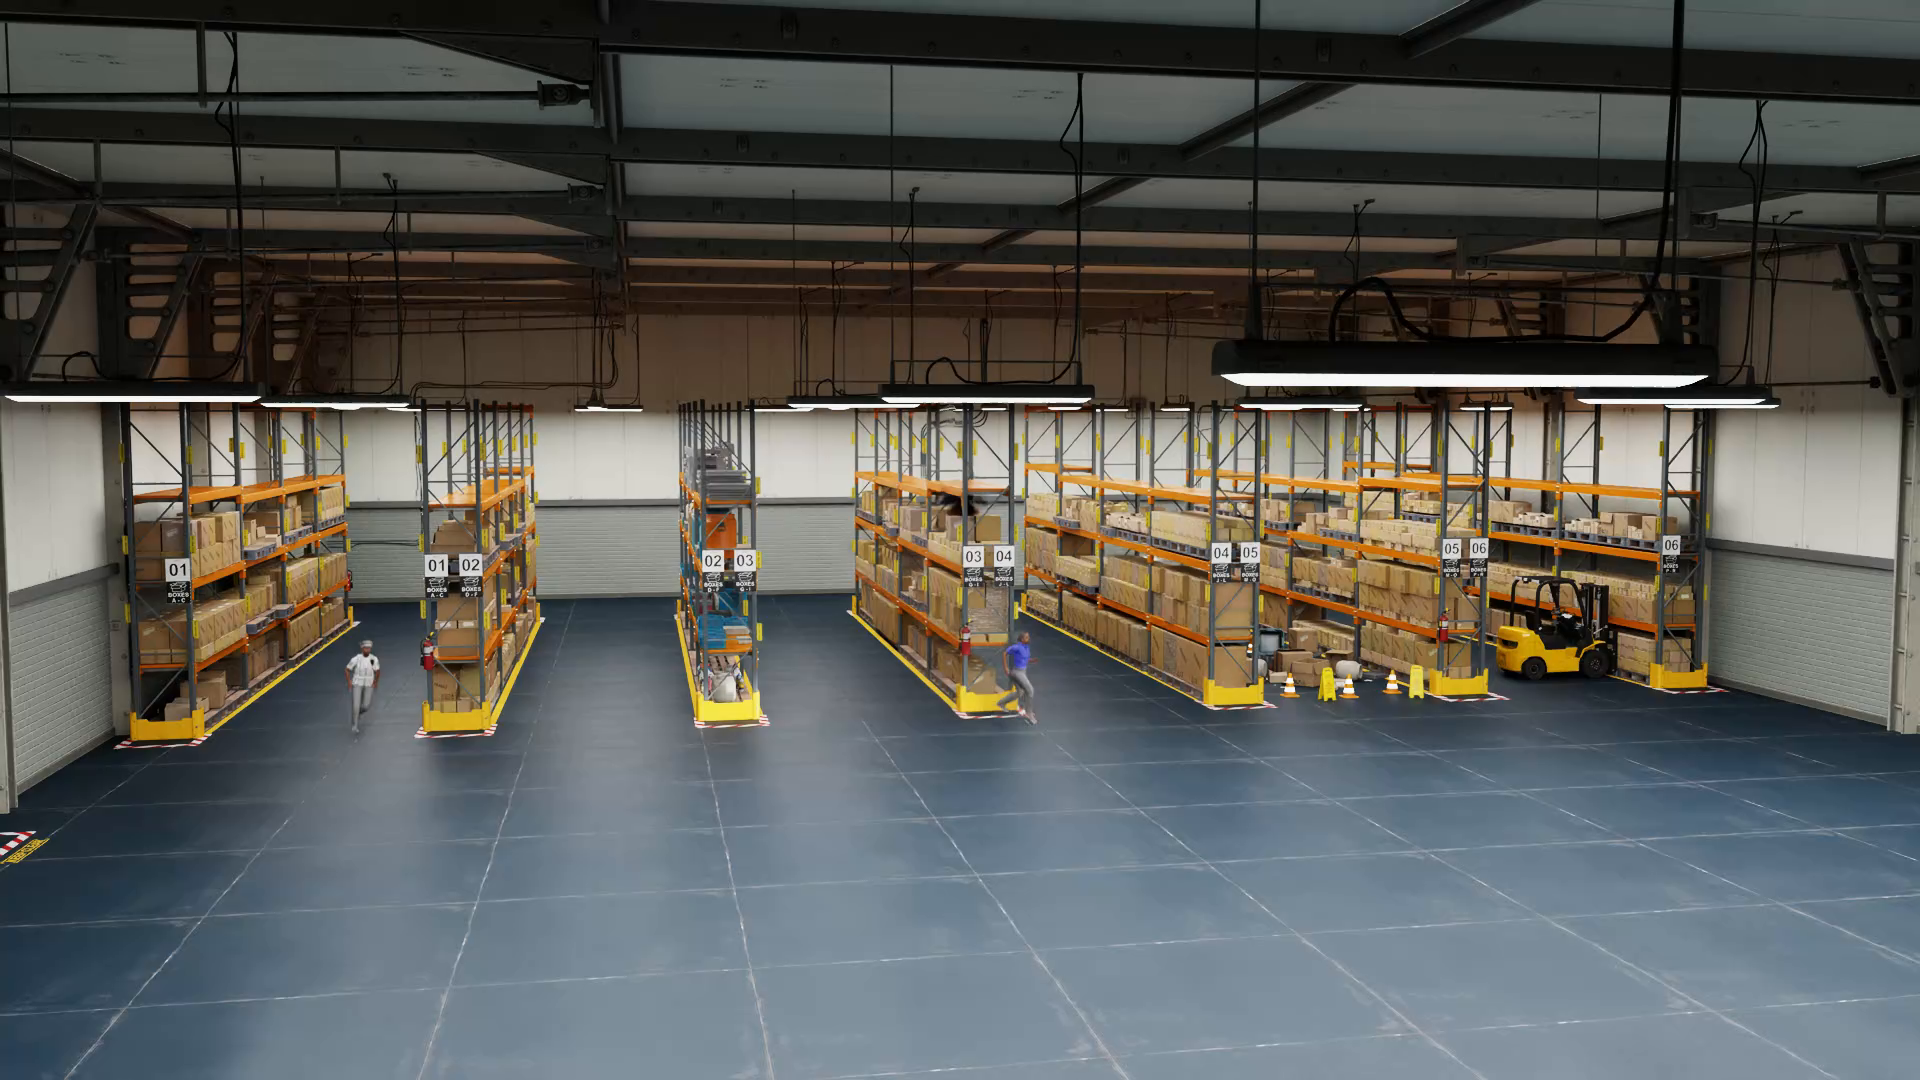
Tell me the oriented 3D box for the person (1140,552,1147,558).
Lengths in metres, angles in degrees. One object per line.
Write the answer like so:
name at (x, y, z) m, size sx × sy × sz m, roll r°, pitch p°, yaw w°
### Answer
person at (5.597, 1.080, 50.723) m, size 0.904 × 1.675 × 0.636 m, roll 0°, pitch 4°, yaw -4°

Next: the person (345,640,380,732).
person at (-10.856, 2.641, 30.245) m, size 0.621 × 1.650 × 0.523 m, roll -2°, pitch 5°, yaw -28°

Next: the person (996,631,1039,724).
person at (1.056, 2.521, 30.638) m, size 0.830 × 1.698 × 0.599 m, roll 2°, pitch 5°, yaw 25°
